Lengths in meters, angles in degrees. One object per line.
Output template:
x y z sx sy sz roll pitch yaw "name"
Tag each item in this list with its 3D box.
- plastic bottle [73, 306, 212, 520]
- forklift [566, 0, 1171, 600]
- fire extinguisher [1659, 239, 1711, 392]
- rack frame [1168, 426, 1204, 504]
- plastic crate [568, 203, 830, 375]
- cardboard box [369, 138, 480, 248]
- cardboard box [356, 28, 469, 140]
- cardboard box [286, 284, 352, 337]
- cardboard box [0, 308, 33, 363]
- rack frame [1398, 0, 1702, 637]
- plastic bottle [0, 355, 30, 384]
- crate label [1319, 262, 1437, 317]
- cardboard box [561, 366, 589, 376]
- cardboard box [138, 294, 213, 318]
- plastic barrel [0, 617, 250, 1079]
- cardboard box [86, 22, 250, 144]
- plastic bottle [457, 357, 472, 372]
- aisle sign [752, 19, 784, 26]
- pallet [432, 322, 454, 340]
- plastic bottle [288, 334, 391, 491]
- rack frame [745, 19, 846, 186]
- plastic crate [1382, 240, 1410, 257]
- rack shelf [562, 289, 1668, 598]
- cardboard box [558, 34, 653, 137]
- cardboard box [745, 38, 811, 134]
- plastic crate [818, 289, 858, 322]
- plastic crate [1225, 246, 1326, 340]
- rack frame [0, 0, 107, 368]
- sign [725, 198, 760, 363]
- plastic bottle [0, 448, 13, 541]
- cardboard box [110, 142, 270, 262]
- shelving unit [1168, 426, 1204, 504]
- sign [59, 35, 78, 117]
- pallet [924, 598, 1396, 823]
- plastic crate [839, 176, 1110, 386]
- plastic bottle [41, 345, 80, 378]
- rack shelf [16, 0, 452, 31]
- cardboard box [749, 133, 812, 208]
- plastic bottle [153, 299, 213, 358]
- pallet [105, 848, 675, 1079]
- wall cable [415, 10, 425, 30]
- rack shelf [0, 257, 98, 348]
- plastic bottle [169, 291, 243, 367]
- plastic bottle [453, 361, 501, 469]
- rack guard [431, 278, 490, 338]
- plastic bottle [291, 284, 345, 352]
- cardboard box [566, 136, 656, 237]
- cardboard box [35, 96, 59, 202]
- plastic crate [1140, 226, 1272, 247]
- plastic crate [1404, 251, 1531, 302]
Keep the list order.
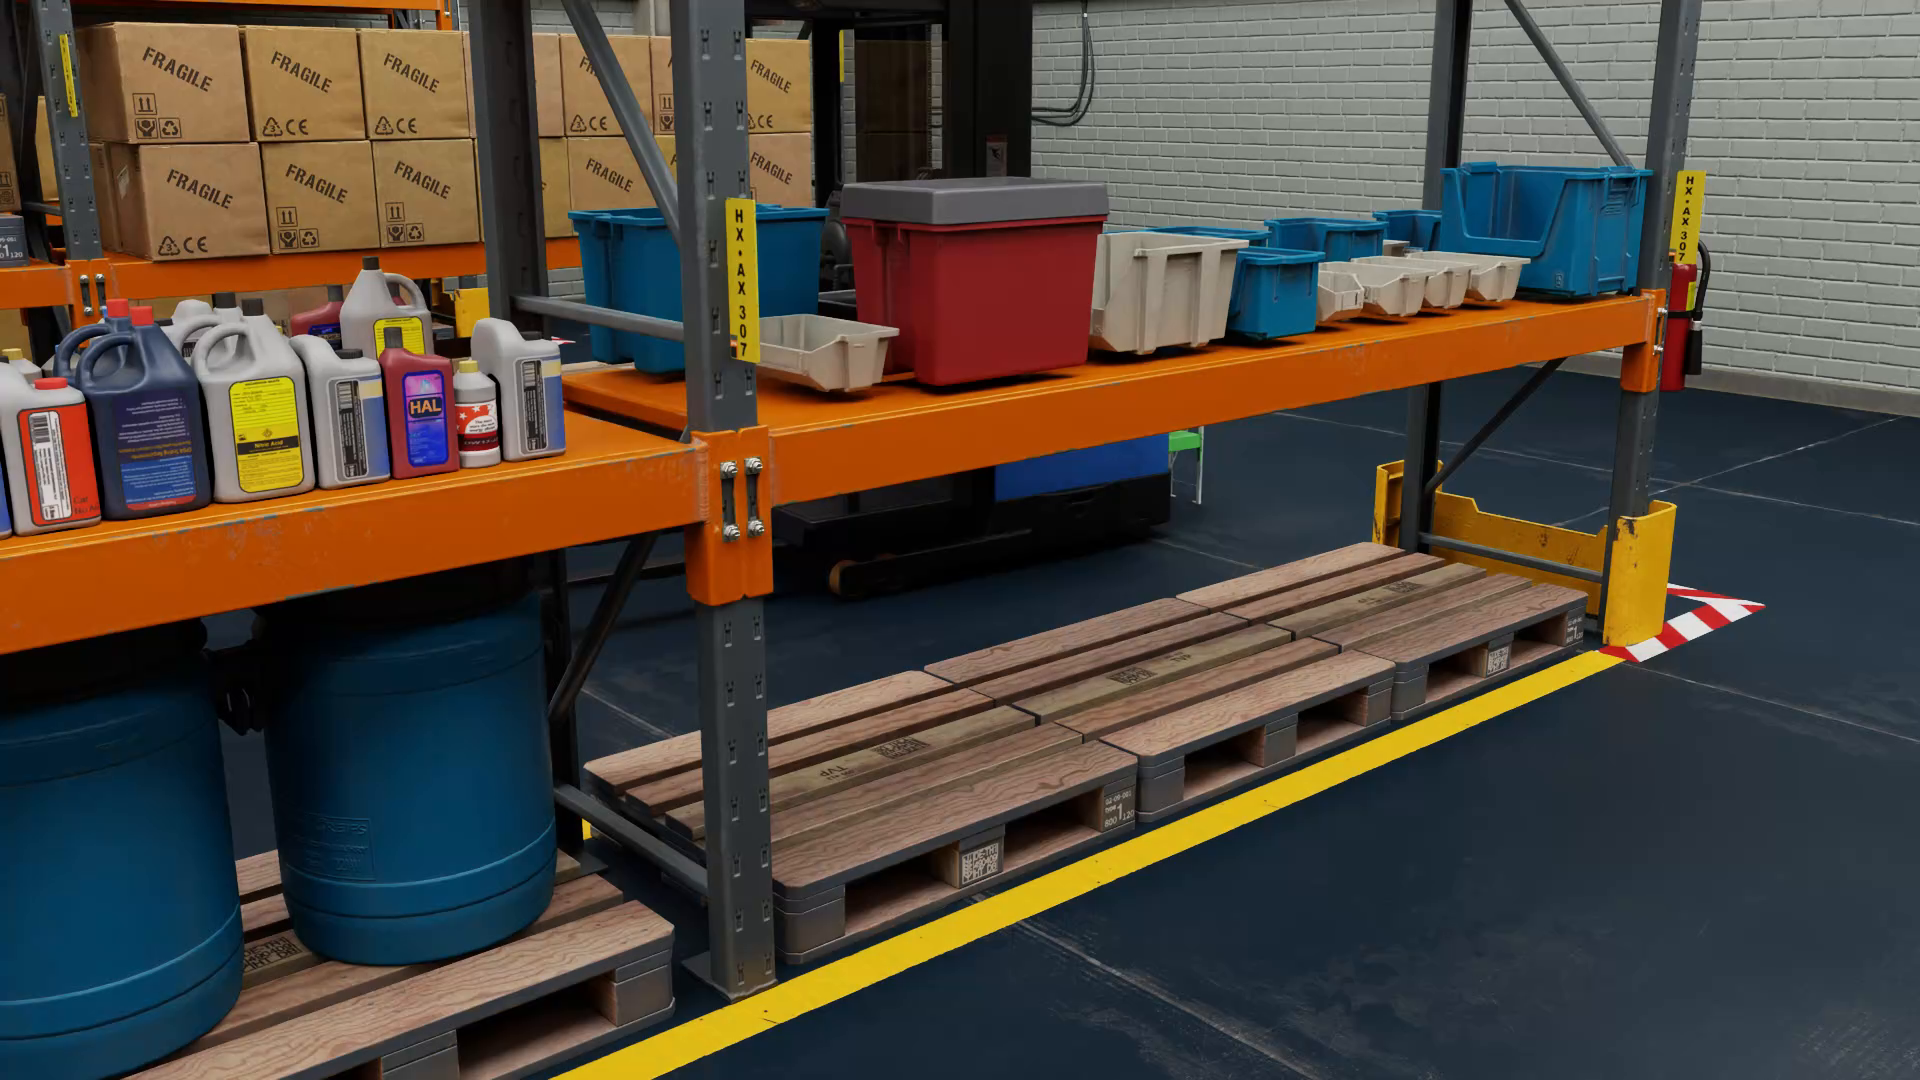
-1.417 -0.224 2.872 0.185 0.351 0.144 -13 19 -39 "plastic bottle"
-0.510 -1.323 7.025 3.031 2.935 1.130 -10 18 -34 "forklift"
2.630 -0.896 6.163 0.183 0.674 0.296 -13 19 -39 "fire extinguisher"
1.147 -0.787 8.372 0.015 1.200 0.240 -10 18 -34 "rack frame"
-0.671 -0.665 4.343 0.575 0.384 0.392 -13 19 -39 "plastic crate"
-2.721 -1.717 8.171 0.500 0.500 0.500 -13 20 -40 "cardboard box"
-2.731 -2.194 8.022 0.500 0.500 0.500 -13 20 -41 "cardboard box"
-5.125 -1.877 12.996 0.500 0.500 0.700 -13 20 -40 "cardboard box"
-6.671 -1.529 11.692 0.500 0.500 0.700 -12 19 -39 "cardboard box"
2.218 -1.176 6.341 0.127 3.000 1.000 -13 19 -39 "rack frame"
-1.636 -0.181 2.863 0.097 0.271 0.097 0 15 0 "plastic bottle"
1.300 -0.806 5.350 0.243 0.136 0.396 -13 19 -39 "crate label"
-2.381 -0.819 9.479 0.500 0.250 0.500 -13 19 -39 "cardboard box"
-5.901 -1.700 12.333 0.500 0.500 0.700 -12 19 -38 "cardboard box"
-1.755 0.521 3.239 0.708 0.901 0.600 -13 19 -39 "plastic barrel"
-3.508 -2.020 7.368 0.500 0.500 0.500 -12 19 -38 "cardboard box"
-0.980 -0.294 3.423 0.097 0.201 0.097 0 15 0 "plastic bottle"
-1.172 -3.466 9.875 0.004 0.787 0.394 -13 19 -39 "aisle sign"
-4.837 -1.607 13.357 1.213 0.211 1.003 -13 19 -39 "pallet"
-1.160 -0.247 3.103 0.135 0.276 0.152 -13 19 -39 "plastic bottle"
-1.030 -2.141 9.953 0.127 3.000 1.000 -13 19 -39 "rack frame"
1.520 -1.062 6.307 0.298 0.136 0.250 -13 19 -39 "plastic crate"
0.710 -0.490 5.165 4.000 0.370 1.077 -13 19 -39 "rack shelf"
-1.954 -2.369 8.675 0.500 0.500 0.500 -12 19 -38 "cardboard box"
-1.186 -2.544 9.329 0.500 0.500 0.500 -13 20 -40 "cardboard box"
-0.131 -0.637 4.737 0.590 0.125 0.437 -13 19 -39 "plastic crate"
0.837 -0.726 4.865 0.300 0.233 0.416 -13 19 -39 "plastic crate"
-4.048 -1.464 7.417 0.127 3.000 1.000 -13 19 -39 "rack frame"
-0.439 -0.525 3.366 0.005 0.325 0.100 -13 19 -39 "sign"
-1.642 -0.139 2.698 0.135 0.276 0.152 -13 19 -39 "plastic bottle"
-3.485 -1.545 7.528 0.500 0.500 0.500 -12 19 -38 "cardboard box"
0.948 -0.751 8.236 0.503 1.200 0.258 -10 18 -34 "shelving unit"
-3.681 -1.915 6.865 0.005 0.325 0.100 -13 19 -39 "sign"
0.651 0.509 5.436 1.213 0.211 1.003 -13 19 -39 "pallet"
0.039 -0.661 4.171 0.583 0.464 0.402 -13 19 -39 "plastic crate"
-1.853 -0.306 3.466 0.097 0.201 0.097 0 15 0 "plastic bottle"
-5.794 -3.868 11.999 4.000 0.370 1.077 -13 19 -39 "rack shelf"
-1.190 -2.061 9.458 0.500 0.500 0.500 -12 19 -38 "cardboard box"
-1.674 -0.372 3.572 0.135 0.276 0.152 -13 19 -39 "plastic bottle"
-1.409 0.971 3.705 1.213 0.211 1.003 -13 19 -39 "pallet"
-3.940 -3.997 14.932 1.851 1.984 0.084 -13 19 -39 "wall cable"
-5.557 -0.777 6.241 4.000 0.370 1.077 -13 19 -39 "rack shelf"
-1.372 -0.283 3.094 0.185 0.351 0.144 -13 19 -39 "plastic bottle"
-0.954 -0.248 3.251 0.097 0.201 0.097 0 15 0 "plastic bottle"
-4.267 -1.901 13.899 0.348 0.500 1.175 -13 19 -39 "rack guard"
-1.456 -0.441 3.813 0.133 0.283 0.061 -13 19 -39 "plastic bottle"
-1.959 -1.889 8.814 0.500 0.500 0.500 -12 19 -39 "cardboard box"
-6.328 -2.783 11.777 0.700 0.700 0.980 -13 20 -41 "cardboard box"
0.823 -0.924 5.603 0.300 0.233 0.416 -13 19 -39 "plastic crate"
1.722 -0.904 5.718 0.243 0.136 0.396 -13 19 -39 "plastic crate"
